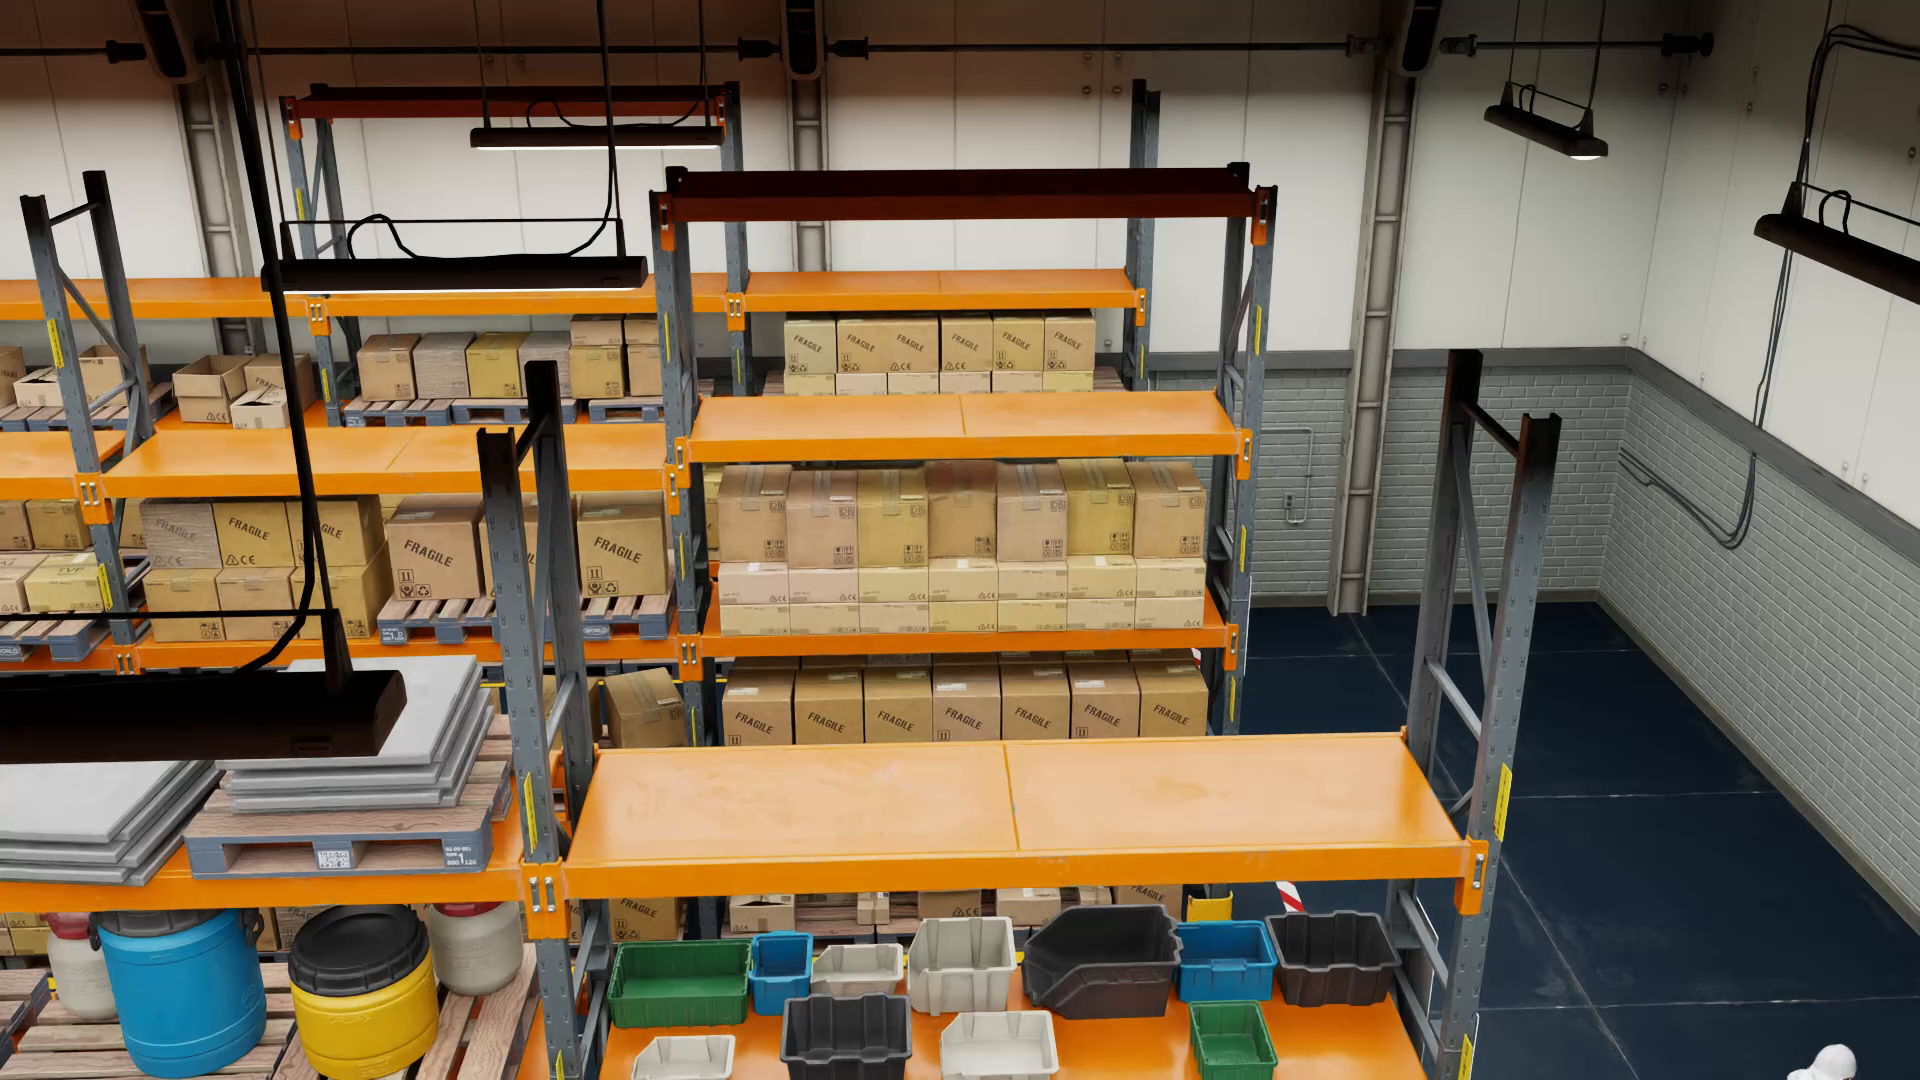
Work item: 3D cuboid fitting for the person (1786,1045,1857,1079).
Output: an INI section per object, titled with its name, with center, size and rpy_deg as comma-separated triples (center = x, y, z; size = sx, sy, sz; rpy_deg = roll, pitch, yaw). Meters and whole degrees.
[person]
center = 5.084, 3.704, 9.846
size = 0.559, 1.655, 1.085
rpy_deg = 11, 25, 25
